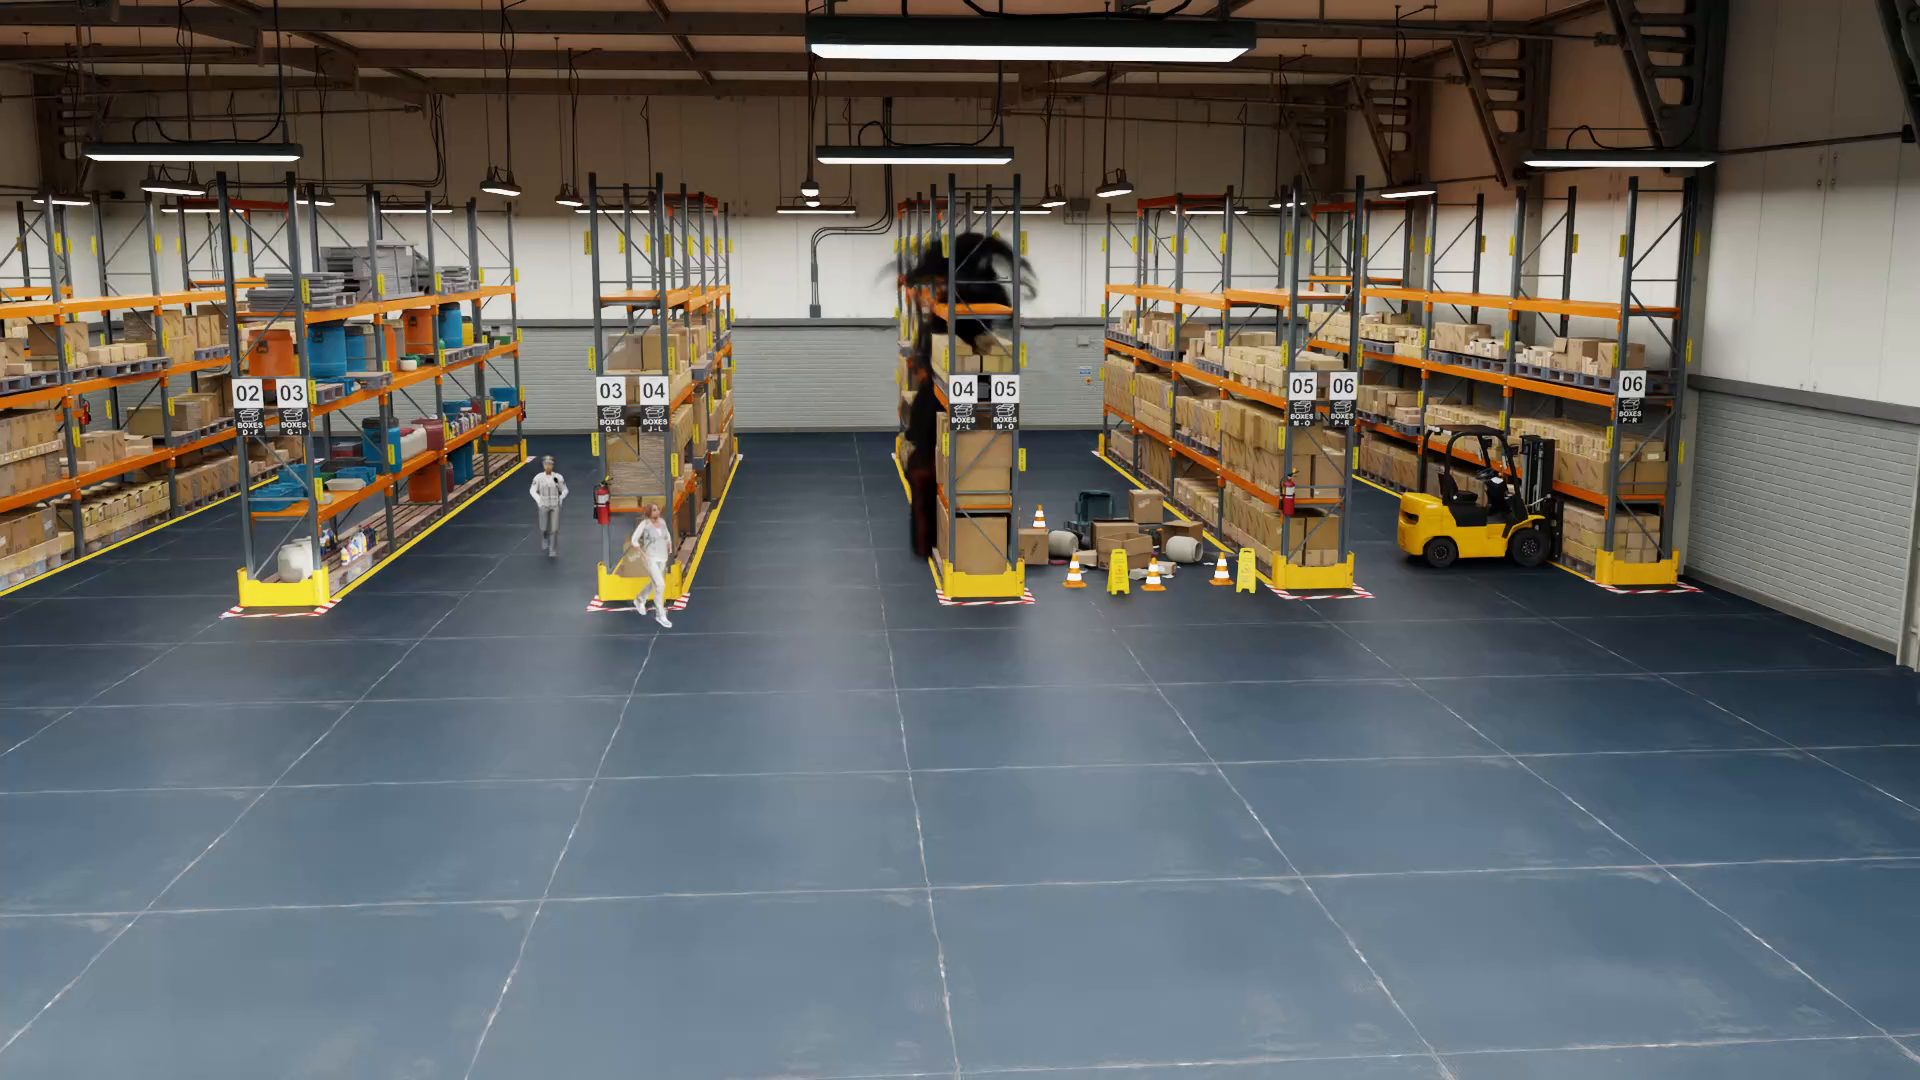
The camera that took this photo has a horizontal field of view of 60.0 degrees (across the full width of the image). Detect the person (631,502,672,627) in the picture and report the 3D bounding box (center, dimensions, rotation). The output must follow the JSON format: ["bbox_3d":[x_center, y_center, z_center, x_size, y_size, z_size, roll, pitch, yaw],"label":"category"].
[{"bbox_3d":[-4.035,0.290,21.745,0.759,1.618,0.532,9,13,40],"label":"person"}]

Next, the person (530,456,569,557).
[{"bbox_3d":[-6.681,-0.553,27.097,0.614,1.643,0.571,-3,10,-14],"label":"person"}]
